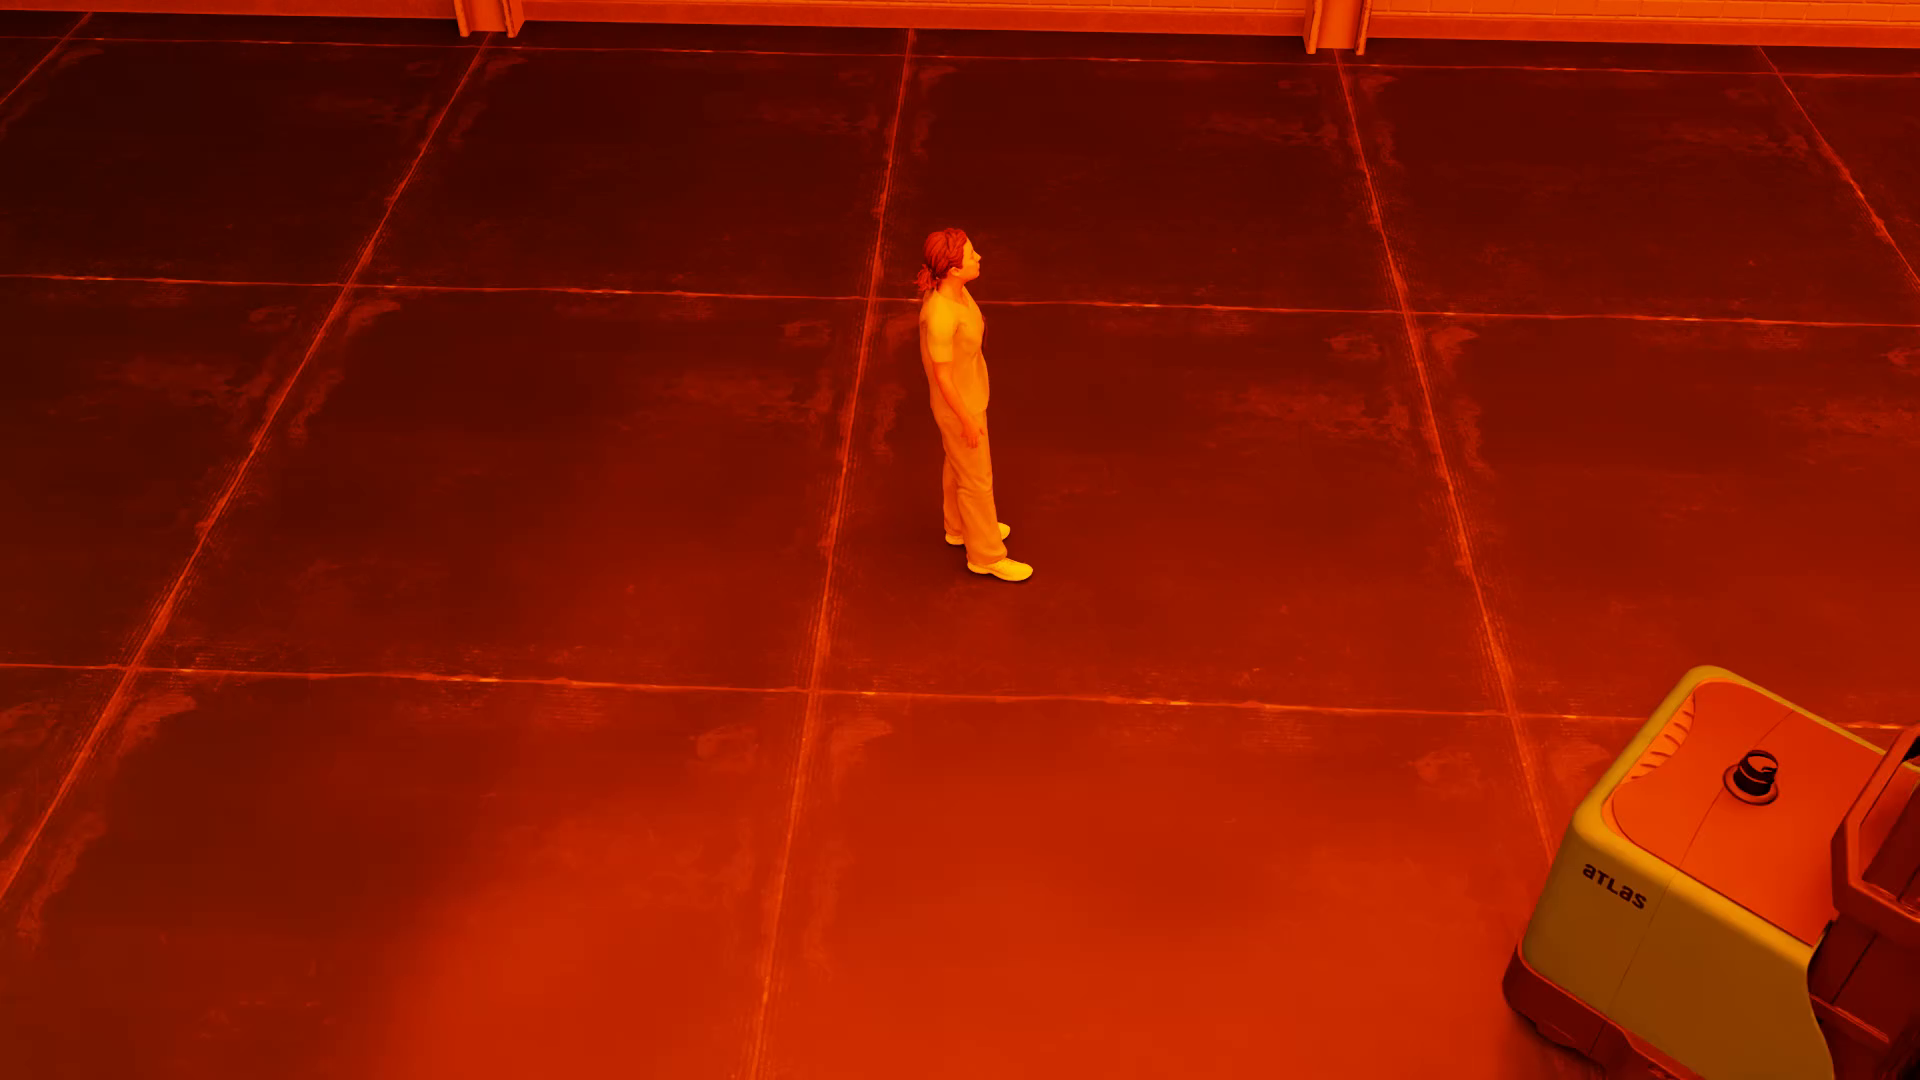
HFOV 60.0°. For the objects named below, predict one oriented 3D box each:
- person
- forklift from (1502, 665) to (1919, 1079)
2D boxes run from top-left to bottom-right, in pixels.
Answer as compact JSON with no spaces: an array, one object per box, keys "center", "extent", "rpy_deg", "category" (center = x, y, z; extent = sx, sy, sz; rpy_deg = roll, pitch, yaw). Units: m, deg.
[{"center":[0.073,-0.613,7.333],"extent":[0.548,1.673,0.549],"rpy_deg":[2,42,2],"category":"person"},{"center":[3.393,1.038,4.606],"extent":[3.031,2.935,1.130],"rpy_deg":[32,51,30],"category":"forklift"}]
